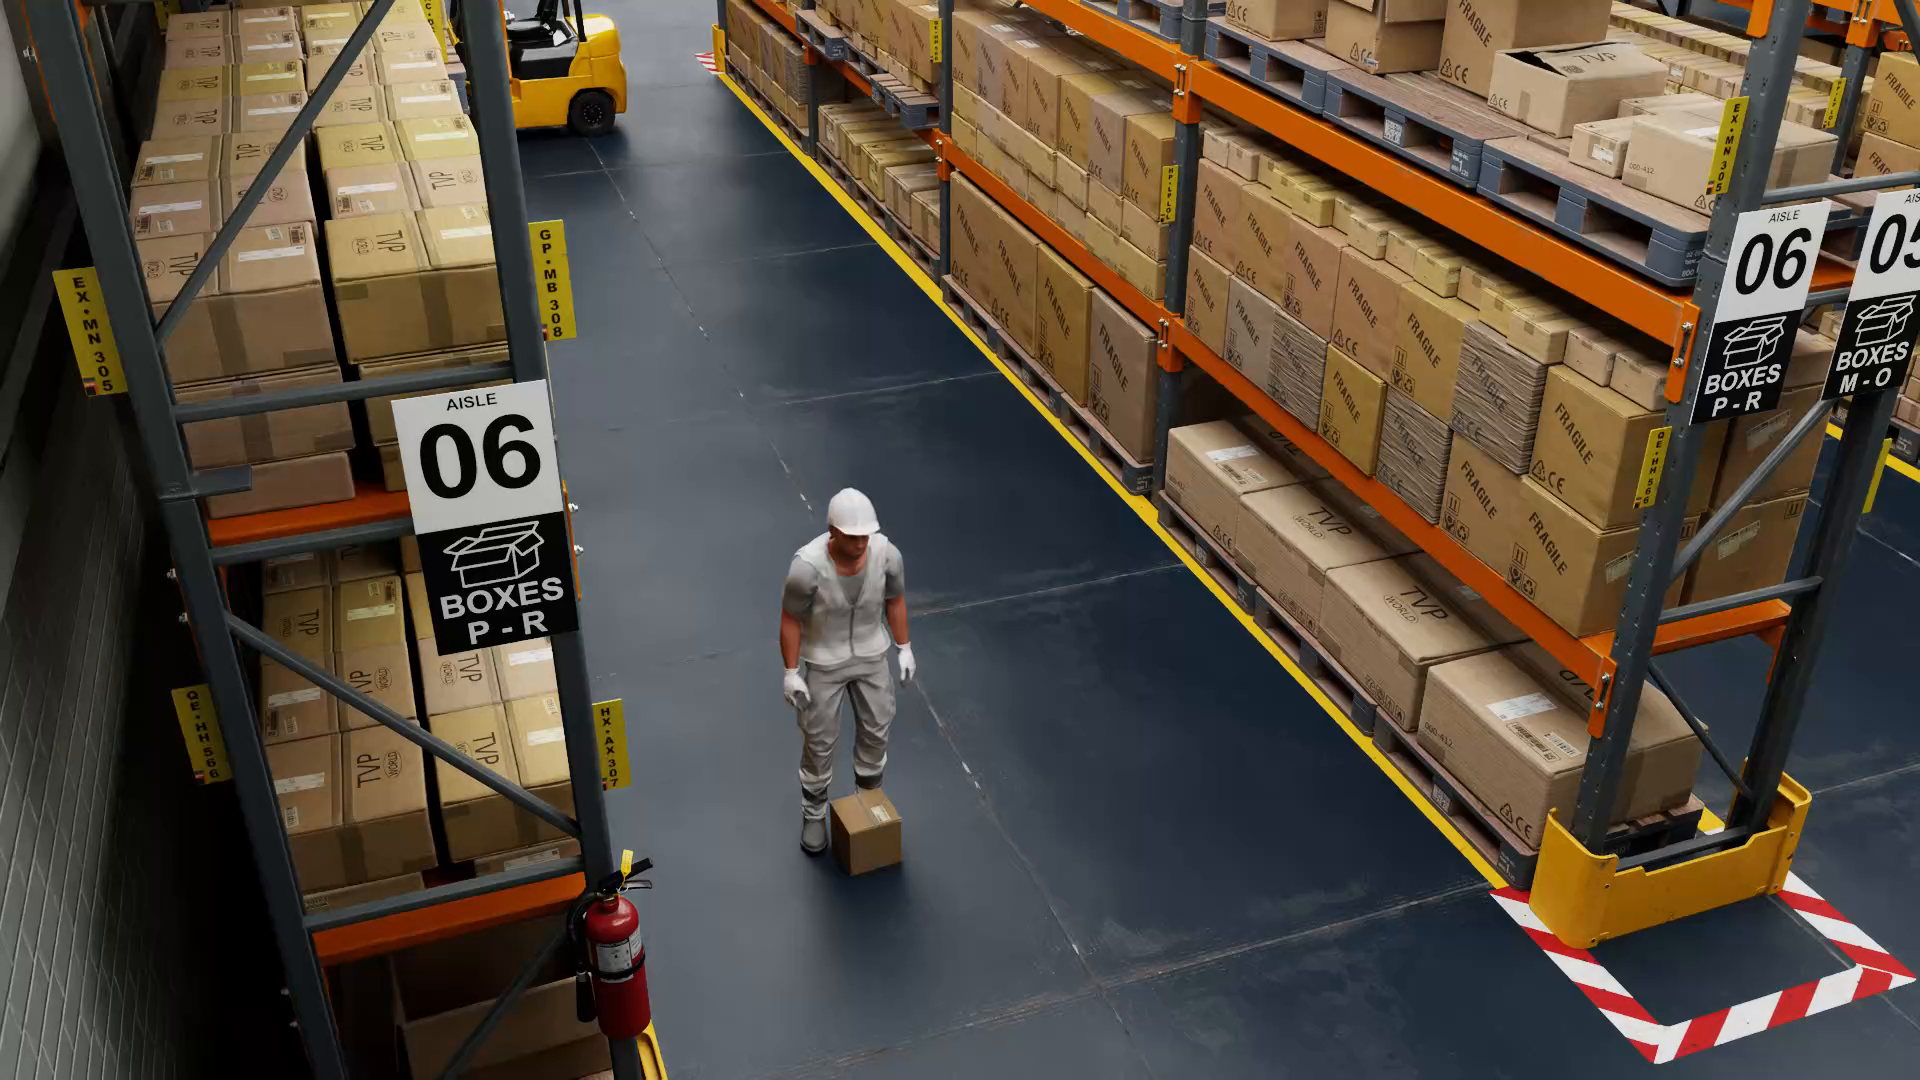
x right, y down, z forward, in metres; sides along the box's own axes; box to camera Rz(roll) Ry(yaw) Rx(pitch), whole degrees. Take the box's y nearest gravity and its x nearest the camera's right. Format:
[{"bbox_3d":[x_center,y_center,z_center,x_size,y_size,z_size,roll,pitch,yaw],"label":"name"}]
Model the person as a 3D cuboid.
[{"bbox_3d":[-0.494,0.553,7.357,0.623,1.780,0.450,-11,32,-19],"label":"person"}]
